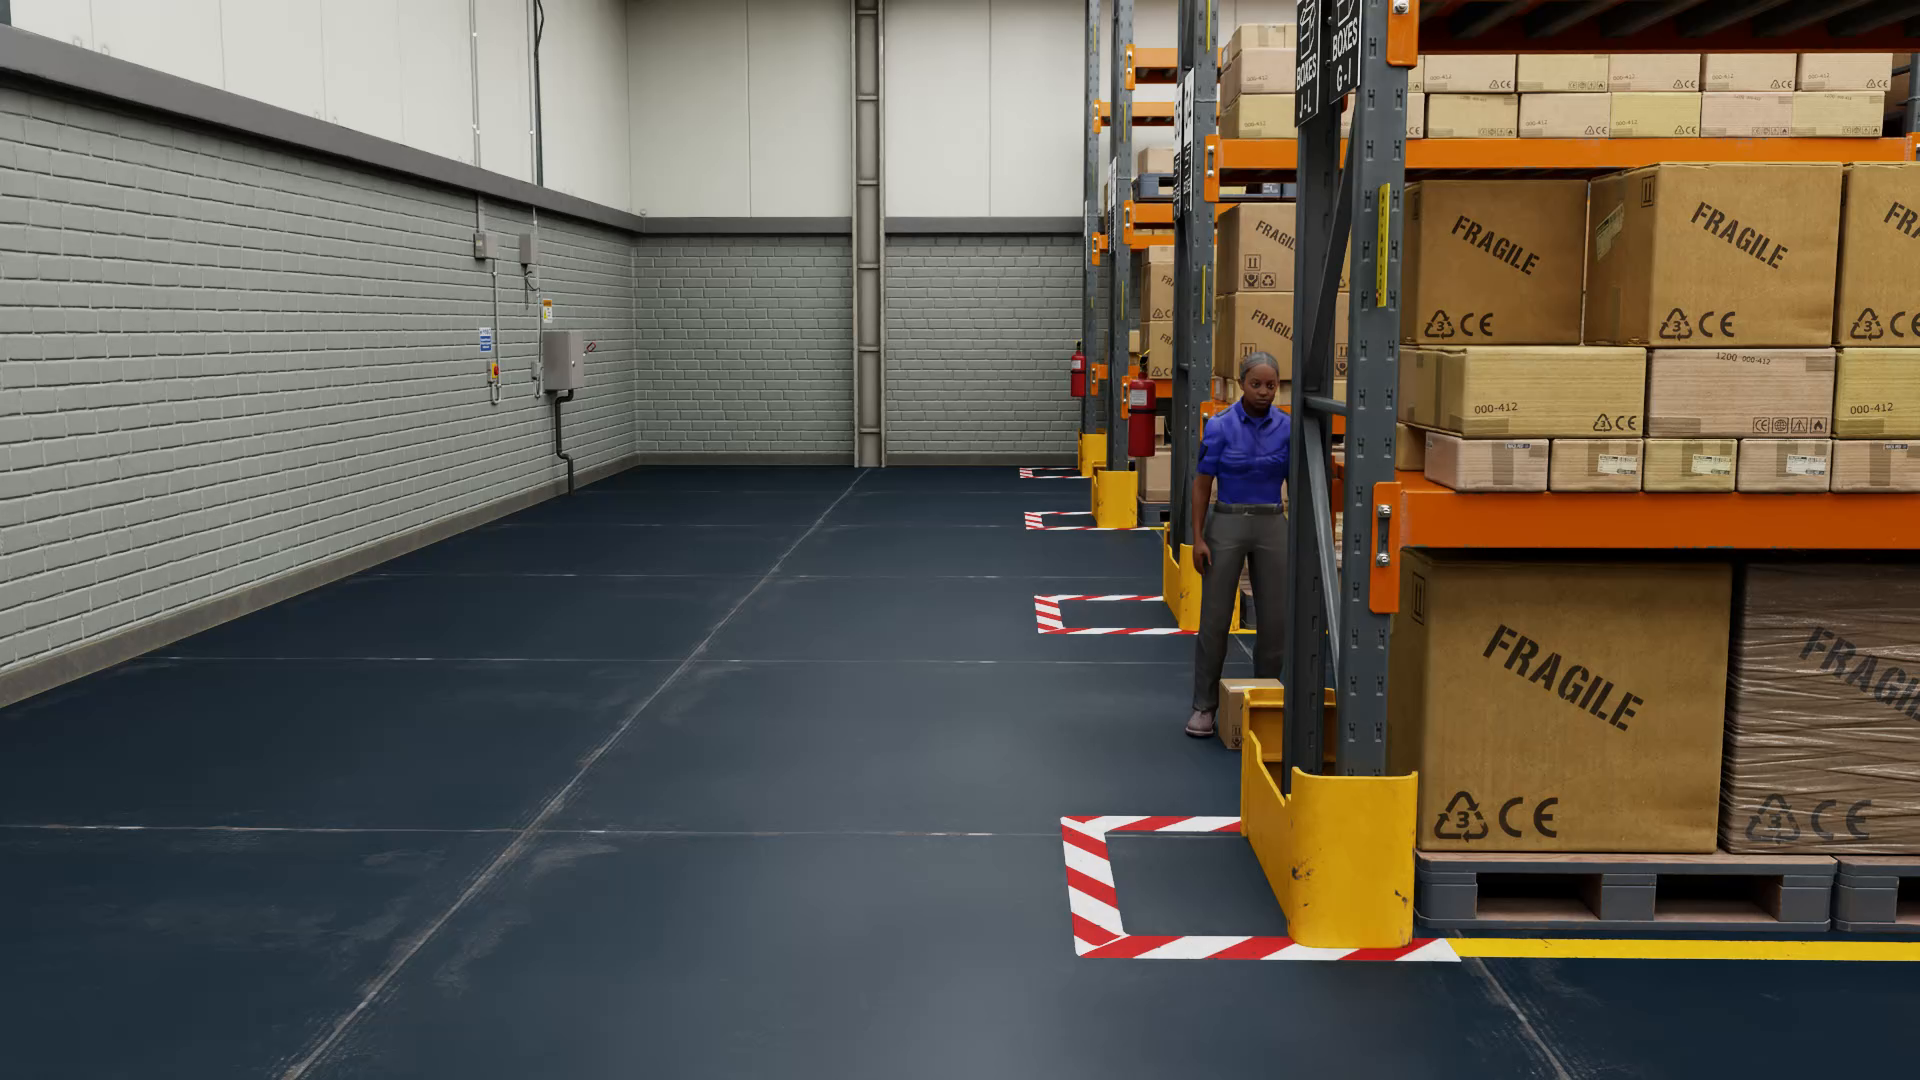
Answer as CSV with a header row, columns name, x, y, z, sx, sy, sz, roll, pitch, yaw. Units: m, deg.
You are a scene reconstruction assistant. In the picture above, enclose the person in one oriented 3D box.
name,x,y,z,sx,sy,sz,roll,pitch,yaw
person,1.242,0.013,7.197,0.523,1.655,0.351,0,7,0
